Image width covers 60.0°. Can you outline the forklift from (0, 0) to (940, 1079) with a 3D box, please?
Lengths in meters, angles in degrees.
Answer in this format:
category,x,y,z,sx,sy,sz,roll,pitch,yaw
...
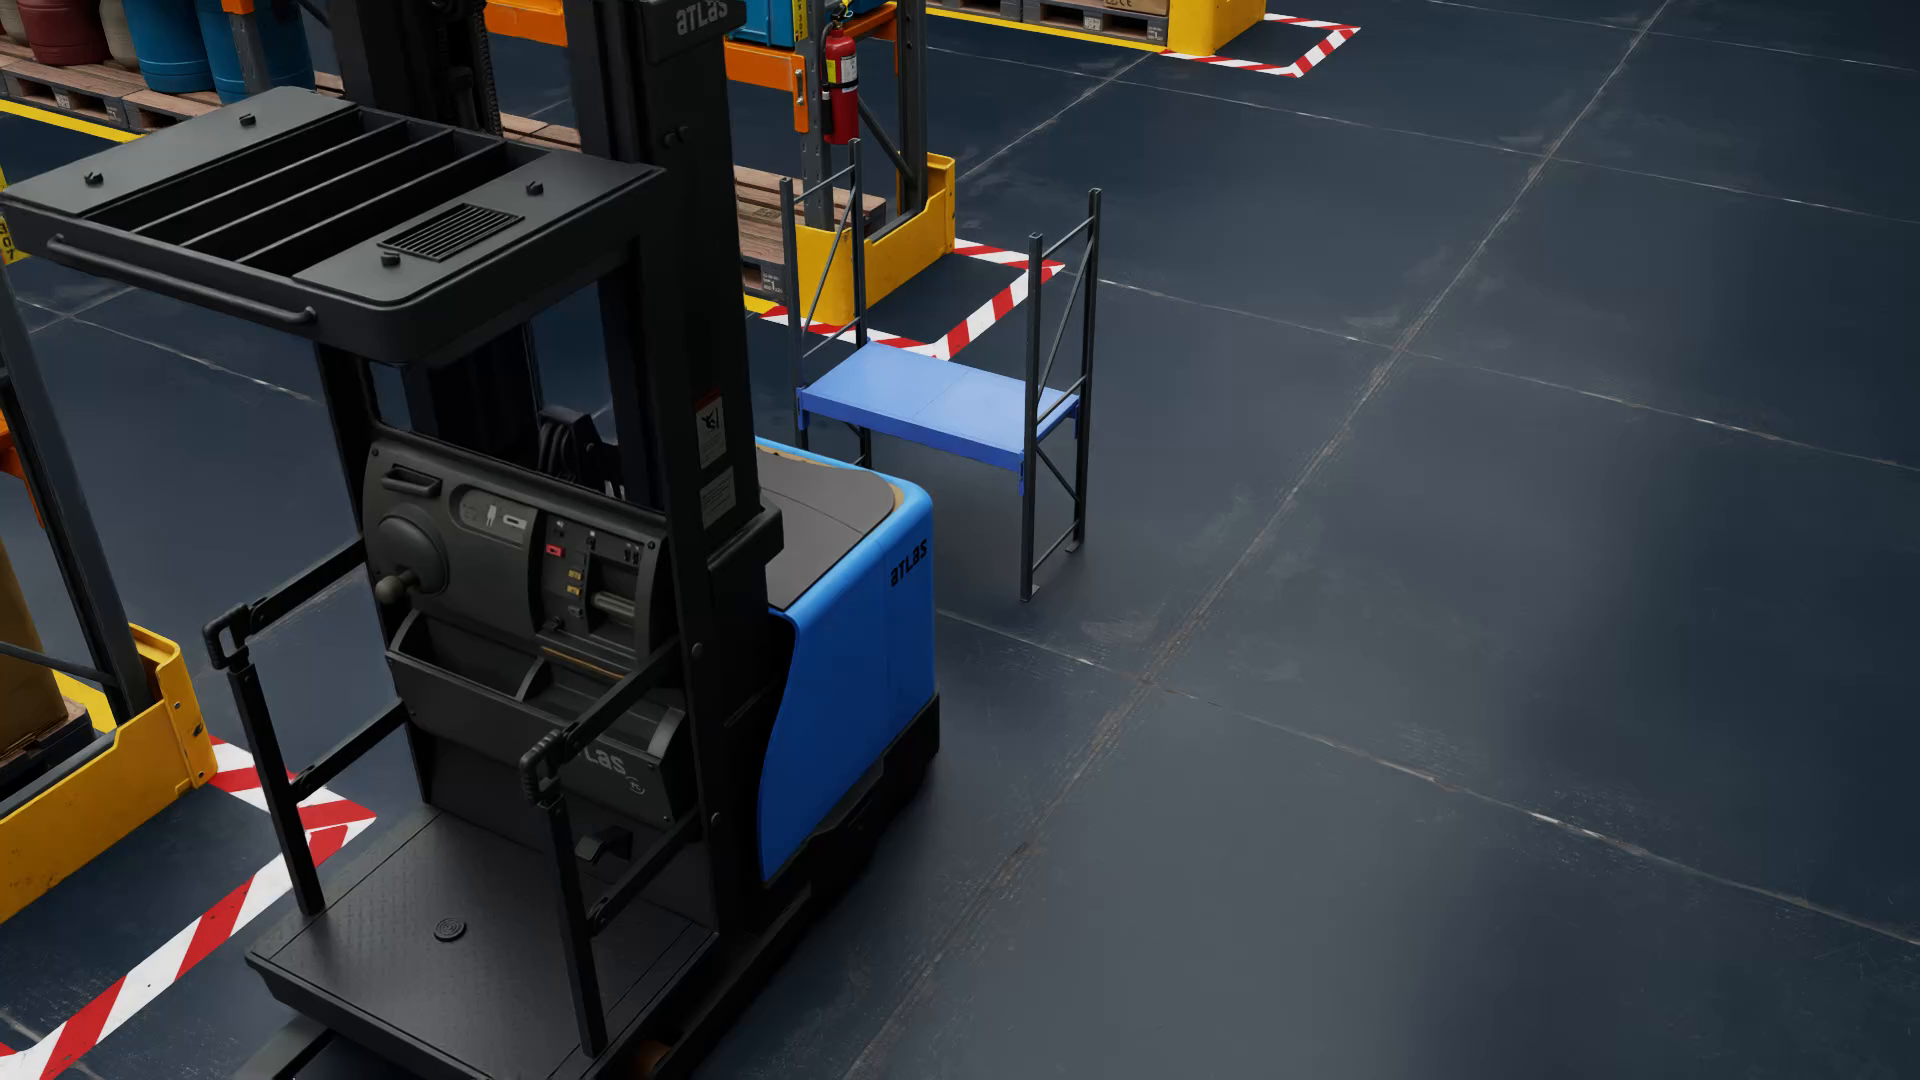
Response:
category,x,y,z,sx,sy,sz,roll,pitch,yaw
forklift,-1.220,0.098,3.959,1.130,2.935,3.031,17,37,24

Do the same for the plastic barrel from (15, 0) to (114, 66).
category,x,y,z,sx,sy,sz,roll,pitch,yaw
plastic barrel,-6.003,-3.573,11.207,0.708,0.588,0.600,18,37,24

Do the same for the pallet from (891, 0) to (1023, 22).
category,x,y,z,sx,sy,sz,roll,pitch,yaw
pallet,0.176,-4.437,13.223,1.213,0.211,1.003,18,37,24

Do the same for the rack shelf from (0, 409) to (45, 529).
category,x,y,z,sx,sy,sz,roll,pitch,yaw
rack shelf,-4.665,-0.506,5.453,4.000,0.370,1.077,18,37,24

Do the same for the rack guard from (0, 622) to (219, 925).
category,x,y,z,sx,sy,sz,roll,pitch,yaw
rack guard,-2.908,0.791,5.111,0.348,0.500,1.175,18,37,24

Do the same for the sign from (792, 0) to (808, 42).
category,x,y,z,sx,sy,sz,roll,pitch,yaw
sign,-0.730,-2.438,7.558,0.005,0.325,0.100,18,37,24

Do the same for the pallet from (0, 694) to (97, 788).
category,x,y,z,sx,sy,sz,roll,pitch,yaw
pallet,-3.662,0.723,5.474,1.213,0.211,1.003,18,37,24

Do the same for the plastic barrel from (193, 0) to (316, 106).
category,x,y,z,sx,sy,sz,roll,pitch,yaw
plastic barrel,-4.408,-3.198,10.361,0.708,0.901,0.600,18,37,24

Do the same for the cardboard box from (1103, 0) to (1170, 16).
category,x,y,z,sx,sy,sz,roll,pitch,yaw
cardboard box,1.396,-4.196,12.202,0.500,0.500,0.500,18,37,24

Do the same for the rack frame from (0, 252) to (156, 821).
category,x,y,z,sx,sy,sz,roll,pitch,yaw
rack frame,-2.928,-0.256,4.428,0.127,3.000,1.000,18,37,24

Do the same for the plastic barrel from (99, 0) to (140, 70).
category,x,y,z,sx,sy,sz,roll,pitch,yaw
plastic barrel,-5.468,-3.429,11.059,0.421,0.512,0.421,0,34,0

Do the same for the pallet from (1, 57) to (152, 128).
category,x,y,z,sx,sy,sz,roll,pitch,yaw
pallet,-5.656,-3.146,11.284,1.213,0.211,1.003,18,37,24

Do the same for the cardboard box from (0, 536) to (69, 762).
category,x,y,z,sx,sy,sz,roll,pitch,yaw
cardboard box,-3.524,0.316,5.107,0.875,0.875,0.875,18,37,24

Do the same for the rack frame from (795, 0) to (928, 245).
category,x,y,z,sx,sy,sz,roll,pitch,yaw
rack frame,-0.471,-2.639,8.007,0.127,3.000,1.000,18,37,24

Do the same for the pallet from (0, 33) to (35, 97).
category,x,y,z,sx,sy,sz,roll,pitch,yaw
pallet,-6.711,-3.482,11.788,1.213,0.211,1.003,18,37,24

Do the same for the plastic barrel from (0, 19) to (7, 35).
category,x,y,z,sx,sy,sz,roll,pitch,yaw
plastic barrel,-6.983,-3.984,11.606,0.708,0.830,0.600,18,37,24

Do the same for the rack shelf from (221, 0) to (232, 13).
category,x,y,z,sx,sy,sz,roll,pitch,yaw
rack shelf,-5.680,-3.990,10.684,4.000,0.370,1.077,18,37,24

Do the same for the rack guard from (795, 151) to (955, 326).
category,x,y,z,sx,sy,sz,roll,pitch,yaw
rack guard,-0.444,-1.598,8.699,0.348,0.500,1.175,18,37,24

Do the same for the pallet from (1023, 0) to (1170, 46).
category,x,y,z,sx,sy,sz,roll,pitch,yaw
pallet,1.231,-4.101,12.718,1.213,0.211,1.003,18,37,24

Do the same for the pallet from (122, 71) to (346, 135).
category,x,y,z,sx,sy,sz,roll,pitch,yaw
pallet,-4.593,-2.811,10.781,1.213,0.211,1.003,18,37,24

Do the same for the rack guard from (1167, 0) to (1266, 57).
category,x,y,z,sx,sy,sz,roll,pitch,yaw
rack guard,1.924,-4.002,12.309,0.348,0.500,1.175,18,37,24

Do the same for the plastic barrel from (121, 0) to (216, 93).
category,x,y,z,sx,sy,sz,roll,pitch,yaw
plastic barrel,-5.022,-3.393,10.654,0.708,0.901,0.600,18,37,24

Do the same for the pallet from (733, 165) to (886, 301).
category,x,y,z,sx,sy,sz,roll,pitch,yaw
pallet,-1.168,-1.724,9.149,1.213,0.211,1.003,18,37,24

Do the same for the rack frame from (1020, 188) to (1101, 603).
category,x,y,z,sx,sy,sz,roll,pitch,yaw
rack frame,0.367,-0.508,6.160,0.032,1.500,0.500,18,37,24

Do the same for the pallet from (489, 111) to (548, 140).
category,x,y,z,sx,sy,sz,roll,pitch,yaw
pallet,-3.286,-2.395,10.156,1.213,0.211,1.003,18,37,24

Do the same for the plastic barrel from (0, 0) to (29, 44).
category,x,y,z,sx,sy,sz,roll,pitch,yaw
plastic barrel,-6.449,-3.740,11.526,0.421,0.512,0.421,0,34,0

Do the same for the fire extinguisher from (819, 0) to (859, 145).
category,x,y,z,sx,sy,sz,roll,pitch,yaw
fire extinguisher,-0.565,-2.192,7.741,0.183,0.674,0.296,18,37,24

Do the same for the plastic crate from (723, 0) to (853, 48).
category,x,y,z,sx,sy,sz,roll,pitch,yaw
plastic crate,-0.854,-2.681,7.984,0.499,0.435,0.616,18,37,24

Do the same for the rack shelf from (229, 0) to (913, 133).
category,x,y,z,sx,sy,sz,roll,pitch,yaw
rack shelf,-2.207,-2.890,9.032,4.000,0.370,1.077,18,37,24

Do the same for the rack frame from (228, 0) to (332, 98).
category,x,y,z,sx,sy,sz,roll,pitch,yaw
rack frame,-3.944,-3.739,9.659,0.127,3.000,1.000,18,37,24

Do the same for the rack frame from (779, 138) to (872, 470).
category,x,y,z,sx,sy,sz,roll,pitch,yaw
rack frame,-0.515,-0.788,6.579,0.032,1.500,0.500,18,37,24

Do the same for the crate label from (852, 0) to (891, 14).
category,x,y,z,sx,sy,sz,roll,pitch,yaw
crate label,-0.522,-2.821,8.377,0.303,0.233,0.416,18,37,24

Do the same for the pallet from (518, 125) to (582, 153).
category,x,y,z,sx,sy,sz,roll,pitch,yaw
pallet,-2.223,-2.060,9.653,1.213,0.211,1.003,18,37,24

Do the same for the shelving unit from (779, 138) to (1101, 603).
category,x,y,z,sx,sy,sz,roll,pitch,yaw
shelving unit,-0.074,-0.648,6.370,1.048,1.500,0.538,18,37,24

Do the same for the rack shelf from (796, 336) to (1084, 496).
category,x,y,z,sx,sy,sz,roll,pitch,yaw
rack shelf,-0.074,-0.498,6.469,1.000,0.185,0.538,18,37,24

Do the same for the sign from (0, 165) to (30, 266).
category,x,y,z,sx,sy,sz,roll,pitch,yaw
sign,-2.648,-0.914,4.564,0.005,0.325,0.100,18,37,24
